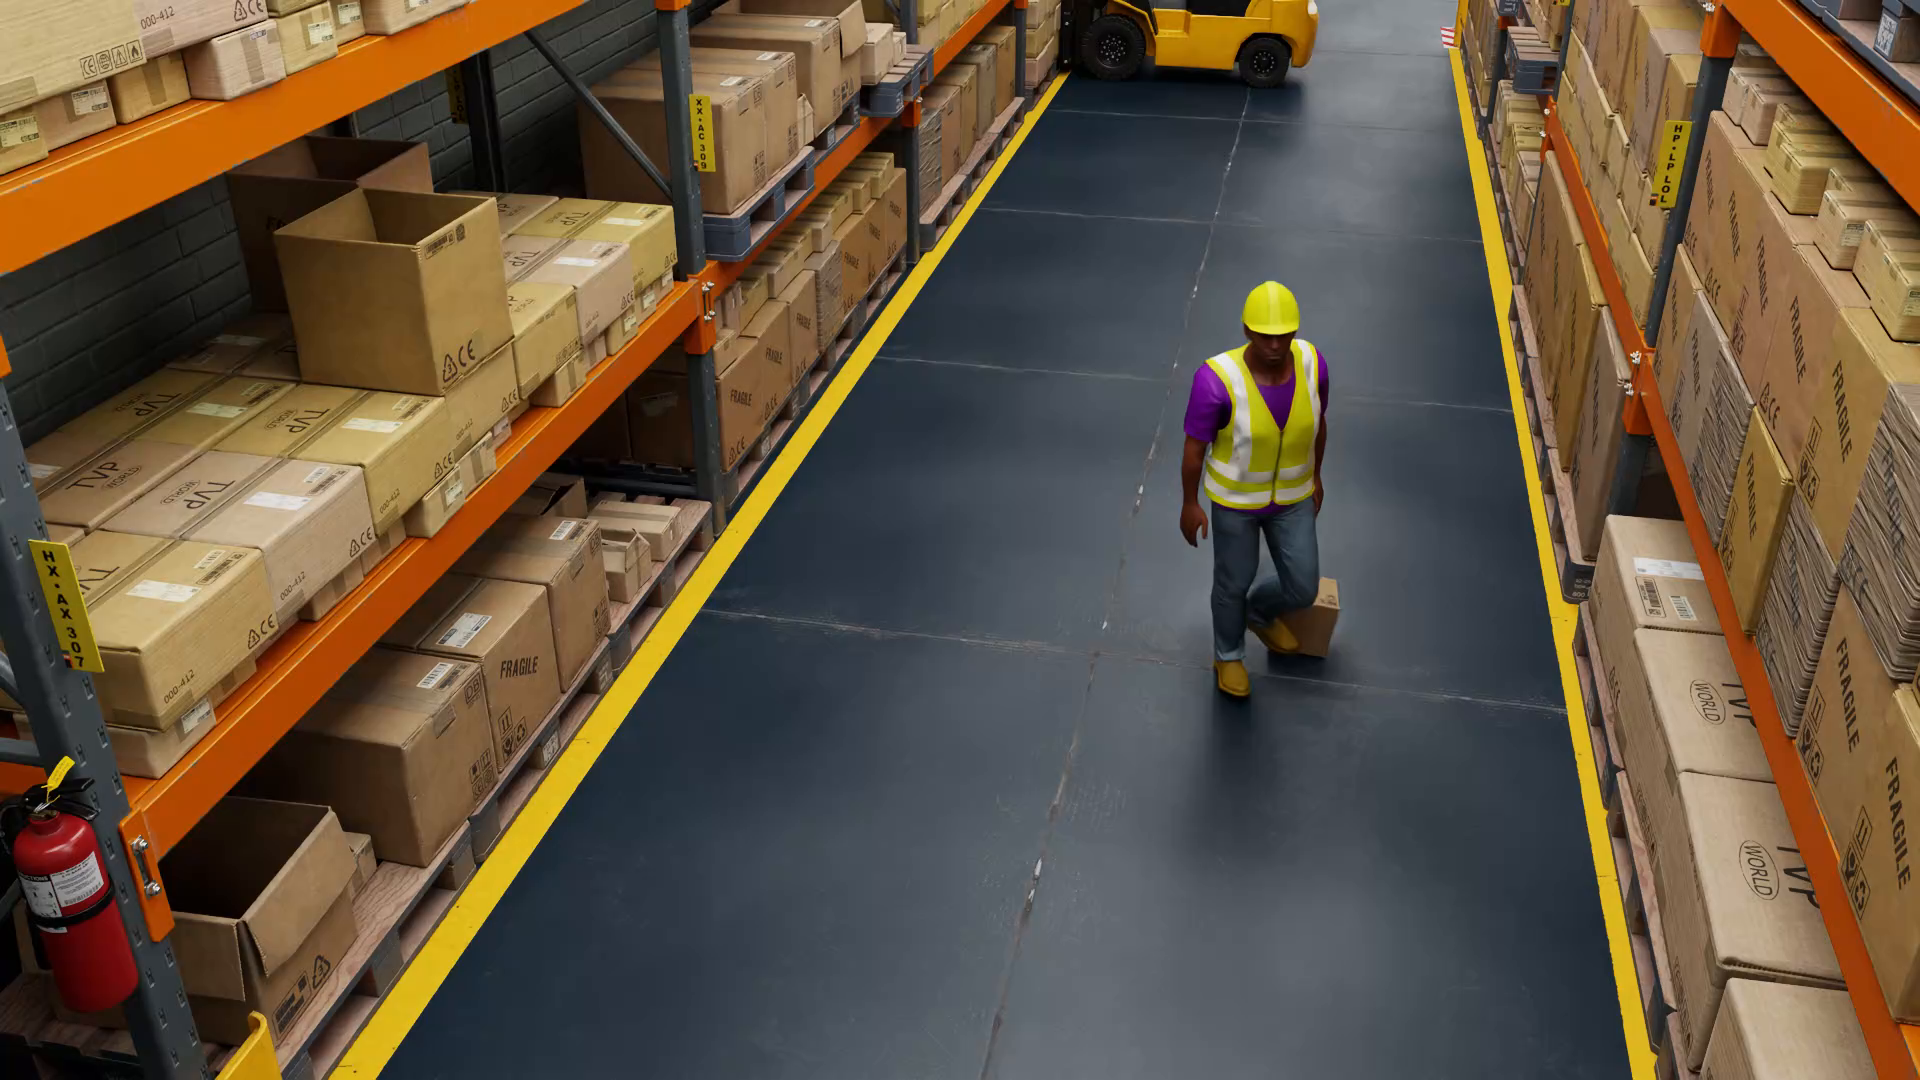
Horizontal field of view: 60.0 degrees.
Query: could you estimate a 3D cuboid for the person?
[{"bbox_3d":[1.138,-0.182,6.411,0.617,1.756,0.518,-5,29,-10],"label":"person"}]
